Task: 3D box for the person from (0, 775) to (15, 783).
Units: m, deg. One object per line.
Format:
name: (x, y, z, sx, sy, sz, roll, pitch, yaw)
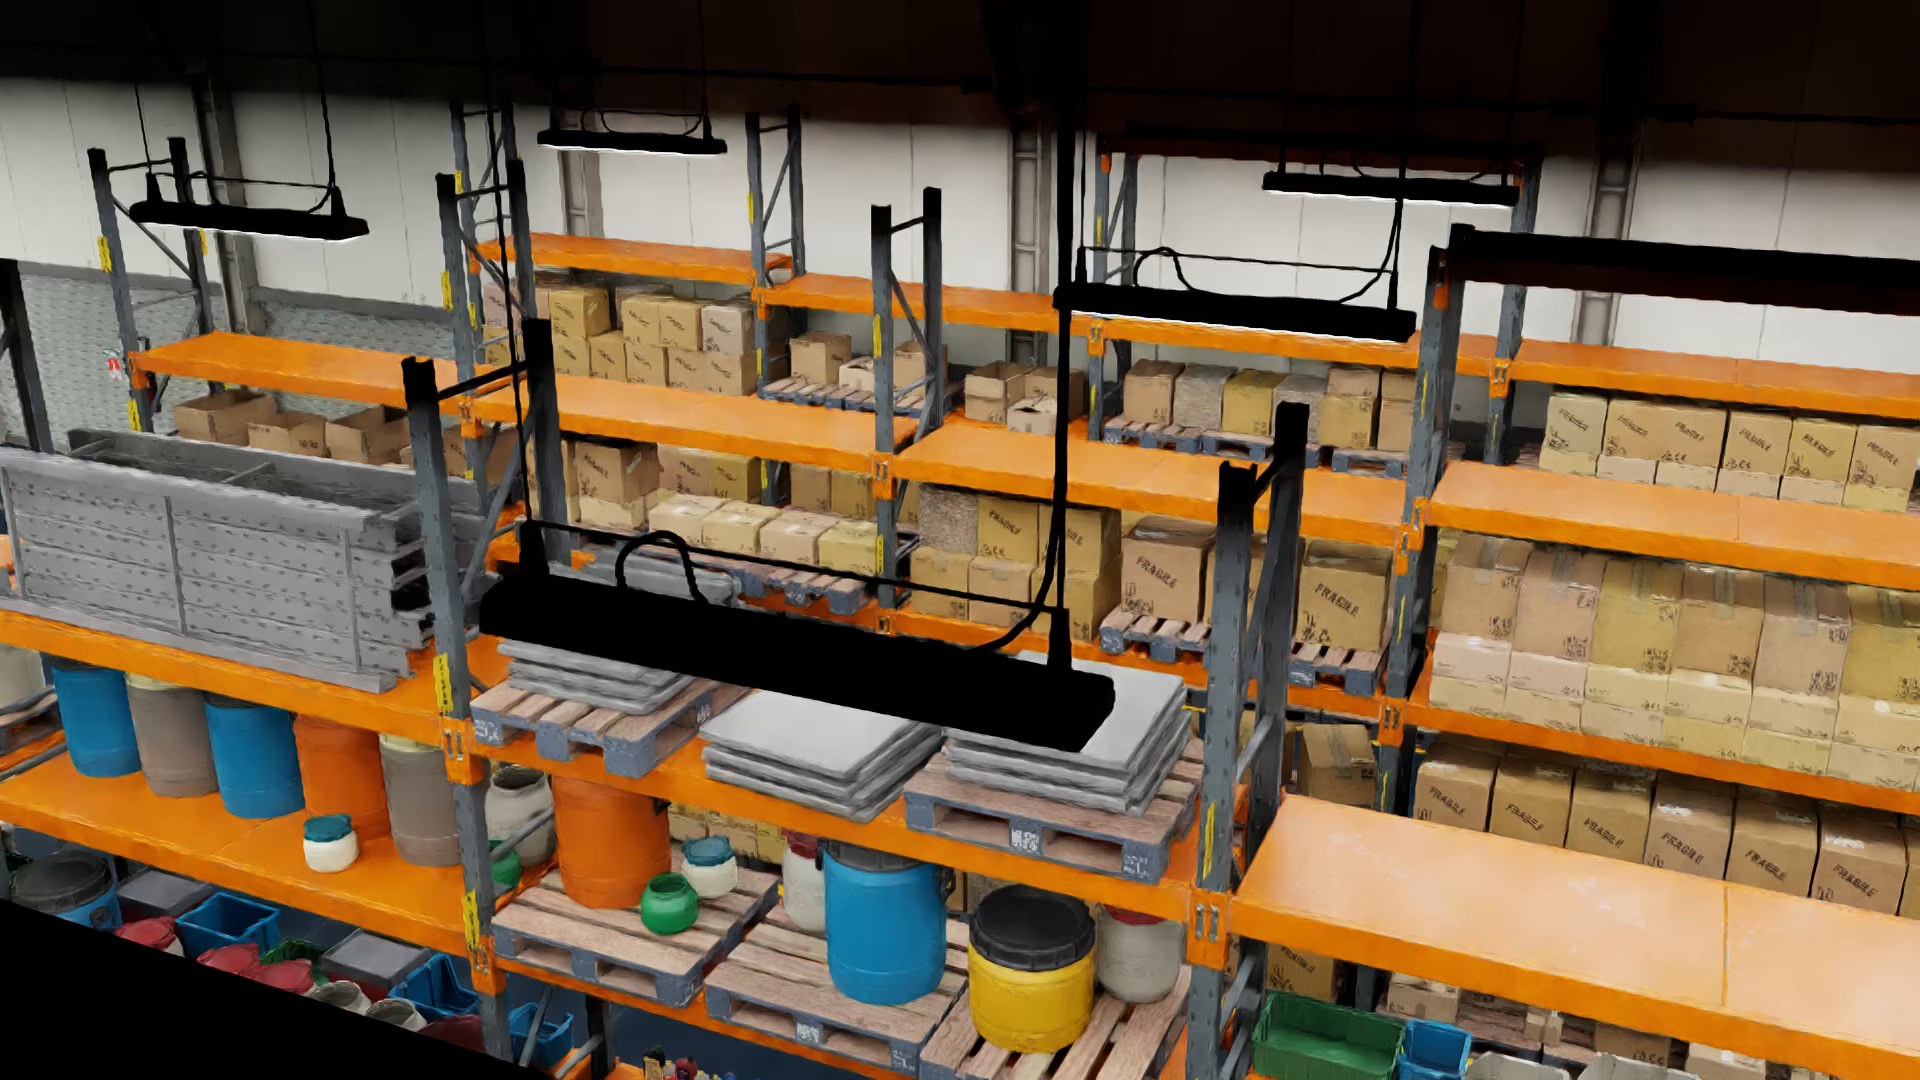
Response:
person: (-8.235, 2.066, 13.897, 0.331, 0.931, 0.639, 8, 22, 21)
